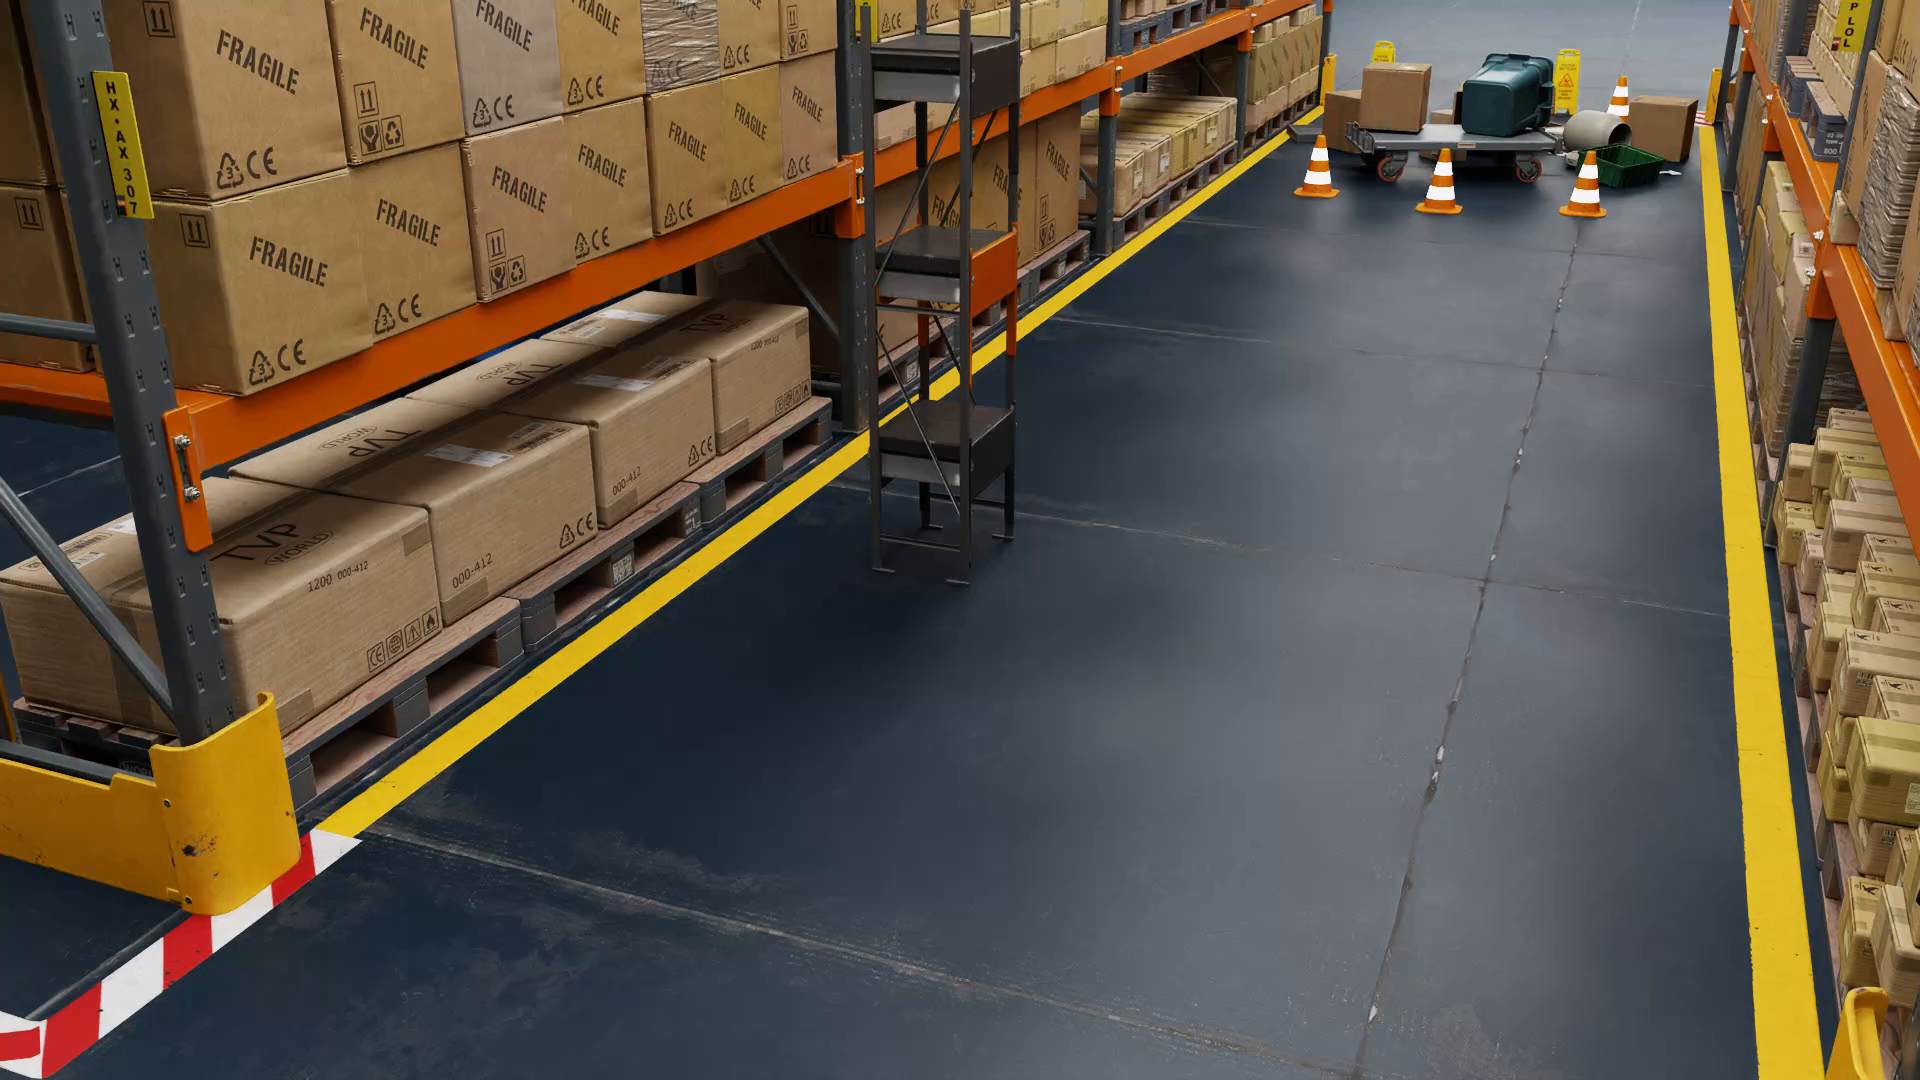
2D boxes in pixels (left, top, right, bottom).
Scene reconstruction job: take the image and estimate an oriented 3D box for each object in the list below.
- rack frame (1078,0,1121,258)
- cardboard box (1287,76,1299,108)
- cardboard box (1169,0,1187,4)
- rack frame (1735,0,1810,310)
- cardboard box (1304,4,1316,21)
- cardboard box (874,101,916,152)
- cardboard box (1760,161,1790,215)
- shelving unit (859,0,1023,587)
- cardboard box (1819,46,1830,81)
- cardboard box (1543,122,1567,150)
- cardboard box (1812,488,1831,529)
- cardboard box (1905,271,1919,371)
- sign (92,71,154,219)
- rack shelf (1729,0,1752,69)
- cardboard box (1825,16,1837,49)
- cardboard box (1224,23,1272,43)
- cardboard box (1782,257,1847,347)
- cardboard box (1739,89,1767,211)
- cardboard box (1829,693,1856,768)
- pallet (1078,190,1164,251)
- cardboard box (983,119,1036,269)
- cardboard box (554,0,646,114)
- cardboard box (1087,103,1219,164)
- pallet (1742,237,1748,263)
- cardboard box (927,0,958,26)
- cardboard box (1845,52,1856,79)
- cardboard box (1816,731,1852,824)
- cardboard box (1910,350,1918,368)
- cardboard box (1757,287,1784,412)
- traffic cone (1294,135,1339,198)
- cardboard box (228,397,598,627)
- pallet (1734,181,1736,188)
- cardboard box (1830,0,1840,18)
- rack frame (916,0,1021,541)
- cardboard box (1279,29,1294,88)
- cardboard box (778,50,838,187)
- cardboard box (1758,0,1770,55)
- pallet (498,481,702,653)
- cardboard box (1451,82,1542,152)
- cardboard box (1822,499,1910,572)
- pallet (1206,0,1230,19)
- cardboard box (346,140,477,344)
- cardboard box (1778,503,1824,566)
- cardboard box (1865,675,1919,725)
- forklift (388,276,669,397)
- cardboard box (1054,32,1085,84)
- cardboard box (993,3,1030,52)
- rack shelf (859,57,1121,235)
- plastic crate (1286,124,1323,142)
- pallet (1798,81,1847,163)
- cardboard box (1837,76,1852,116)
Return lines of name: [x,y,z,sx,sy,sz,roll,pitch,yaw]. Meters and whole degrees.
rack frame: [0.562,-3.402,11.002,1.000,3.000,0.127,9,24,20]
cardboard box: [3.094,-4.490,16.629,0.500,0.250,0.500,8,24,18]
cardboard box: [1.500,-4.141,12.553,0.380,0.149,0.250,10,25,22]
rack frame: [5.195,-2.729,9.392,1.000,3.000,0.127,9,24,20]
cardboard box: [3.404,-5.370,16.922,0.380,0.149,0.250,10,24,22]
cardboard box: [-0.516,-2.021,7.891,0.500,0.250,0.500,8,24,19]
cardboard box: [4.714,-1.904,9.141,0.500,0.250,0.500,8,24,18]
shelving unit: [-0.061,-0.910,6.203,0.431,2.100,0.503,9,24,20]
cardboard box: [4.543,-2.387,8.353,0.380,0.149,0.250,10,25,22]
cardboard box: [5.609,-3.778,15.450,0.396,0.266,0.258,13,26,29]
cardboard box: [3.267,-0.126,5.928,0.380,0.149,0.250,9,24,20]
cardboard box: [2.527,-0.614,3.812,0.500,0.500,0.500,9,24,20]
sign: [-1.897,-0.893,3.771,0.100,0.325,0.005,9,24,20]
rack shelf: [7.424,-4.545,14.671,1.077,0.370,4.000,9,24,20]
cardboard box: [4.541,-2.517,8.278,0.380,0.149,0.250,9,24,20]
cardboard box: [2.619,-4.612,15.108,0.380,0.149,0.250,9,24,21]
cardboard box: [3.751,-0.987,6.947,0.500,0.250,0.500,8,24,19]
cardboard box: [6.172,-2.737,11.784,1.050,0.750,0.750,9,24,20]
cardboard box: [2.526,0.515,4.394,0.380,0.149,0.250,9,24,21]
pallet: [0.853,-2.395,12.209,1.003,0.211,1.213,9,24,20]
cardboard box: [-0.107,-2.061,10.005,0.875,0.875,0.875,9,24,21]
cardboard box: [-1.413,-1.727,5.567,0.500,0.500,0.500,9,24,20]
cardboard box: [1.591,-3.369,13.788,0.950,0.372,0.625,10,25,23]
pallet: [5.558,-1.714,10.579,1.003,0.211,1.213,9,24,20]
cardboard box: [-0.331,-2.780,8.087,0.500,0.500,0.500,9,24,20]
cardboard box: [4.061,-2.058,7.180,0.380,0.149,0.250,7,24,17]
cardboard box: [2.521,0.658,4.437,0.380,0.149,0.250,8,24,18]
cardboard box: [2.800,-0.547,4.493,0.380,0.149,0.250,10,25,22]
cardboard box: [3.941,-0.823,7.526,0.500,0.500,0.500,8,24,19]
traffic cone: [2.887,-3.019,13.376,0.336,0.463,0.334,9,24,20]
cardboard box: [-1.926,-0.130,5.948,0.875,0.438,0.875,9,24,21]
pallet: [7.036,-3.135,13.981,1.003,0.211,1.213,9,24,20]
cardboard box: [4.552,-2.666,8.249,0.380,0.149,0.250,8,24,18]
rack frame: [0.029,-0.997,6.413,0.400,2.100,0.015,9,24,20]
cardboard box: [2.899,-4.655,16.053,0.500,0.500,0.500,10,25,23]
cardboard box: [-0.859,-1.814,7.071,0.500,0.500,0.500,9,24,21]
cardboard box: [5.672,-3.516,11.147,0.500,0.500,0.500,9,24,21]
pallet: [-1.731,0.015,6.440,1.003,0.211,1.213,9,24,20]
cardboard box: [4.892,-3.849,15.135,0.797,0.637,0.503,9,24,20]
cardboard box: [2.937,0.007,5.225,0.380,0.149,0.250,9,24,21]
pallet: [1.628,-4.492,13.861,1.003,0.211,1.213,9,24,20]
cardboard box: [-1.803,-0.901,4.885,0.500,0.500,0.500,8,24,19]
cardboard box: [3.177,0.003,6.004,0.380,0.149,0.250,10,24,22]
cardboard box: [2.465,0.479,4.094,0.380,0.149,0.250,8,24,18]
forklift: [-2.042,-2.510,8.956,1.130,2.935,3.031,9,24,21]
cardboard box: [0.440,-2.929,10.066,0.500,0.250,0.500,9,24,21]
cardboard box: [0.067,-2.798,9.102,0.500,0.250,0.500,8,24,18]
rack shelf: [-0.181,-2.354,9.428,1.077,0.370,4.000,9,24,20]
plastic crate: [3.392,-3.931,16.056,0.402,0.080,0.583,1,23,2]
pallet: [4.498,-1.927,7.719,1.003,0.211,1.213,9,24,20]
cardboard box: [4.055,-1.918,7.232,0.380,0.149,0.250,8,24,18]
